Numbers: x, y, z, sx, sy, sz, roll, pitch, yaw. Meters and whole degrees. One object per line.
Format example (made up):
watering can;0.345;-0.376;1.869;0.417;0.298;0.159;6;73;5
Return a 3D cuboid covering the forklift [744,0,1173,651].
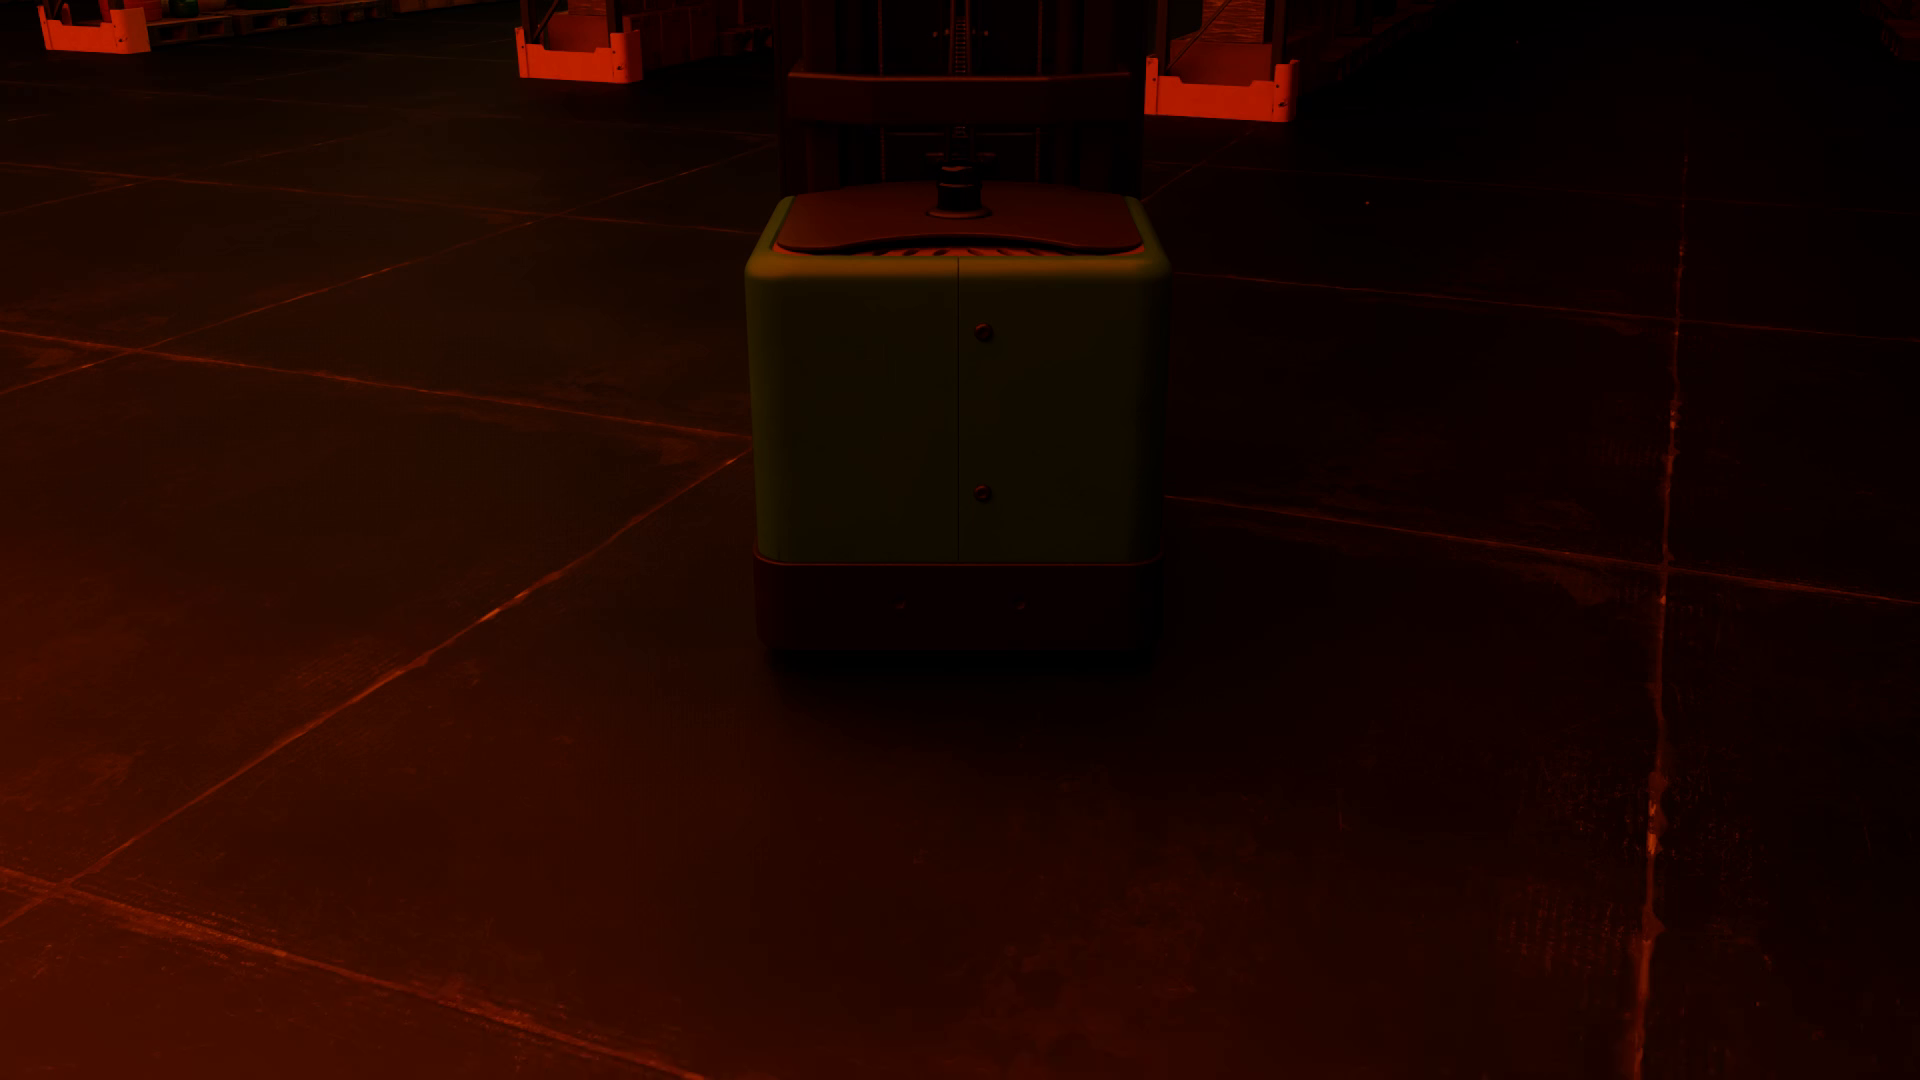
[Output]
forklift;0.002;-1.587;5.089;1.130;2.935;3.031;0;23;0
